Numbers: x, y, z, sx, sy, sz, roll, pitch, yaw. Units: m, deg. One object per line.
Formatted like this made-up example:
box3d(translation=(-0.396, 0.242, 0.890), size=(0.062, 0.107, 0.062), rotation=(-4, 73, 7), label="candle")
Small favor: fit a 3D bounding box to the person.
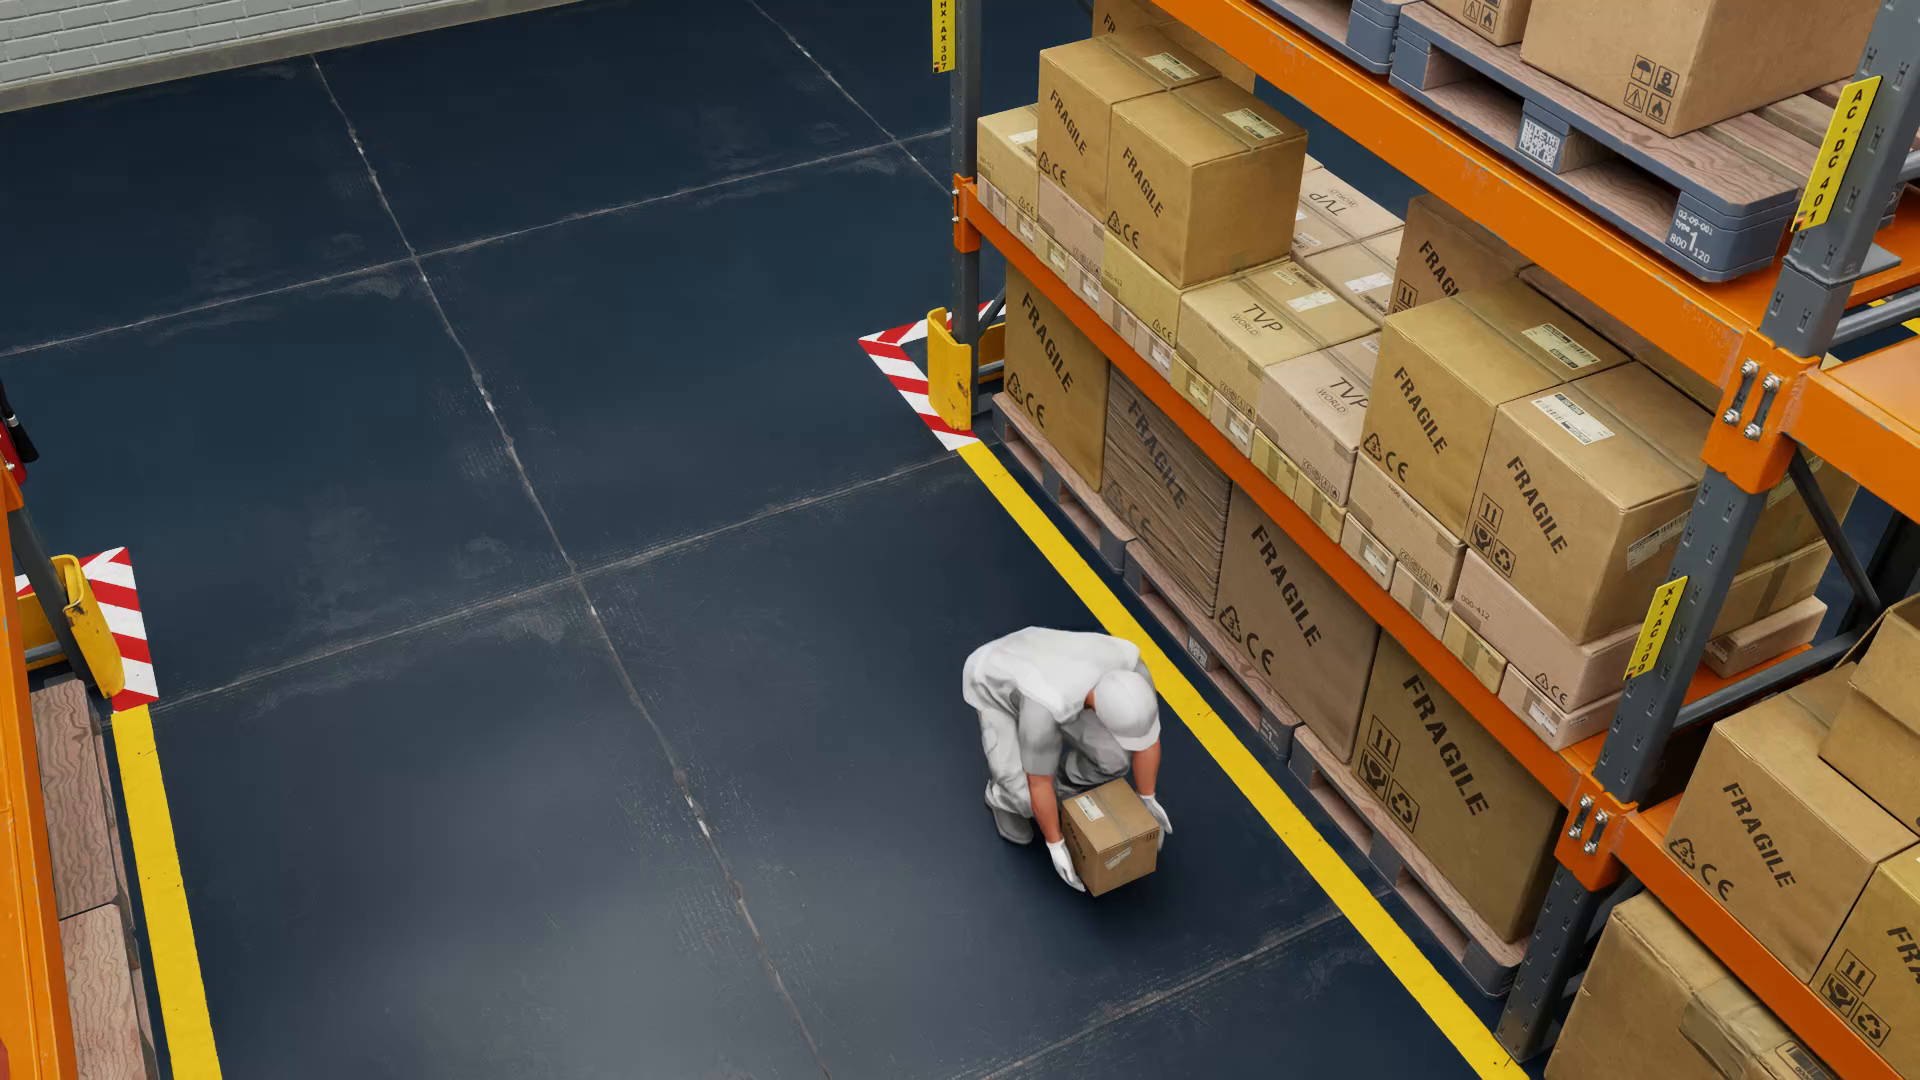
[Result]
box3d(translation=(0.377, 0.677, 5.933), size=(0.575, 1.040, 0.873), rotation=(-19, 44, -21), label="person")
